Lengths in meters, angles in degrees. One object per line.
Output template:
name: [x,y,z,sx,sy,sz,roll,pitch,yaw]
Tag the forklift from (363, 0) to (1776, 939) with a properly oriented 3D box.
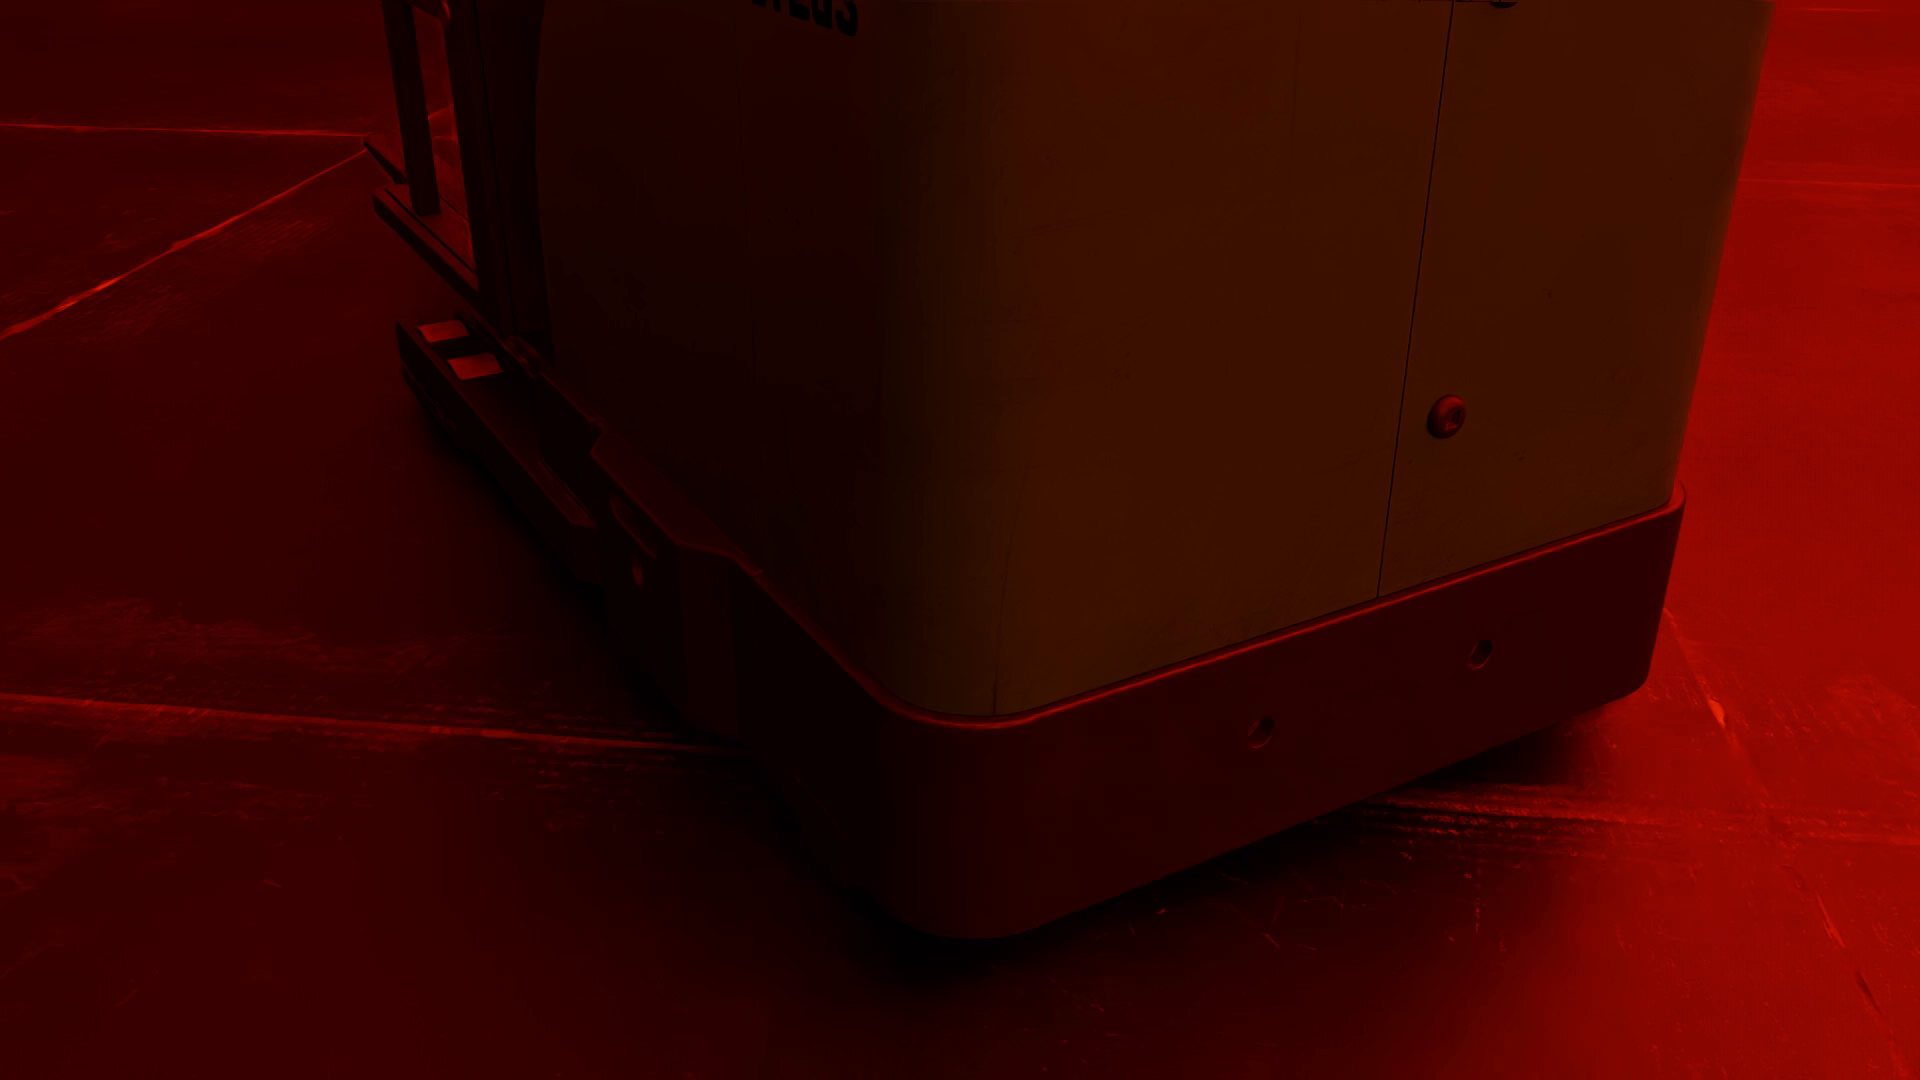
forklift: [-0.337,-1.551,2.327,1.130,2.935,3.031,-15,30,-27]
